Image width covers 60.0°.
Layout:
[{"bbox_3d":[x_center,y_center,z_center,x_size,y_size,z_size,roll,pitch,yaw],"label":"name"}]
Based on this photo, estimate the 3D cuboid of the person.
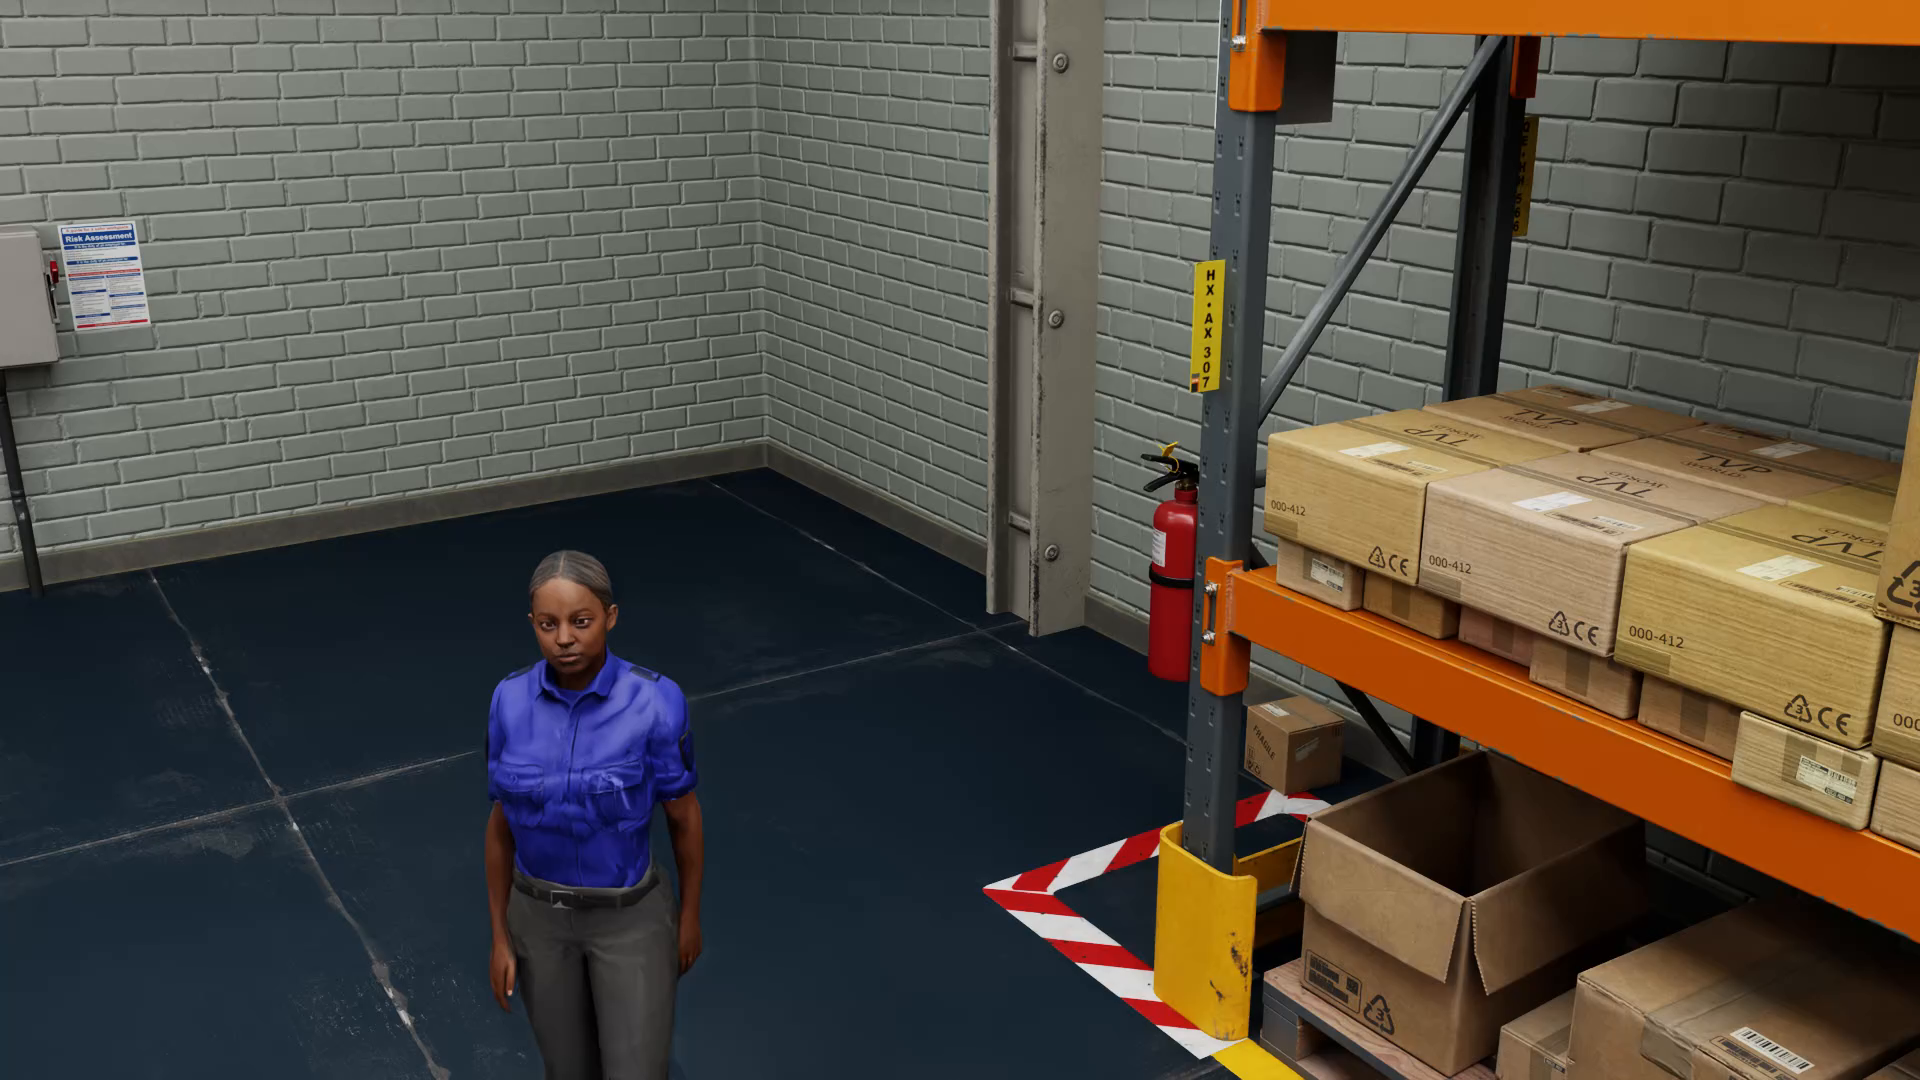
[{"bbox_3d":[-0.770,0.831,3.505,0.439,1.666,0.438,2,18,7],"label":"person"}]
